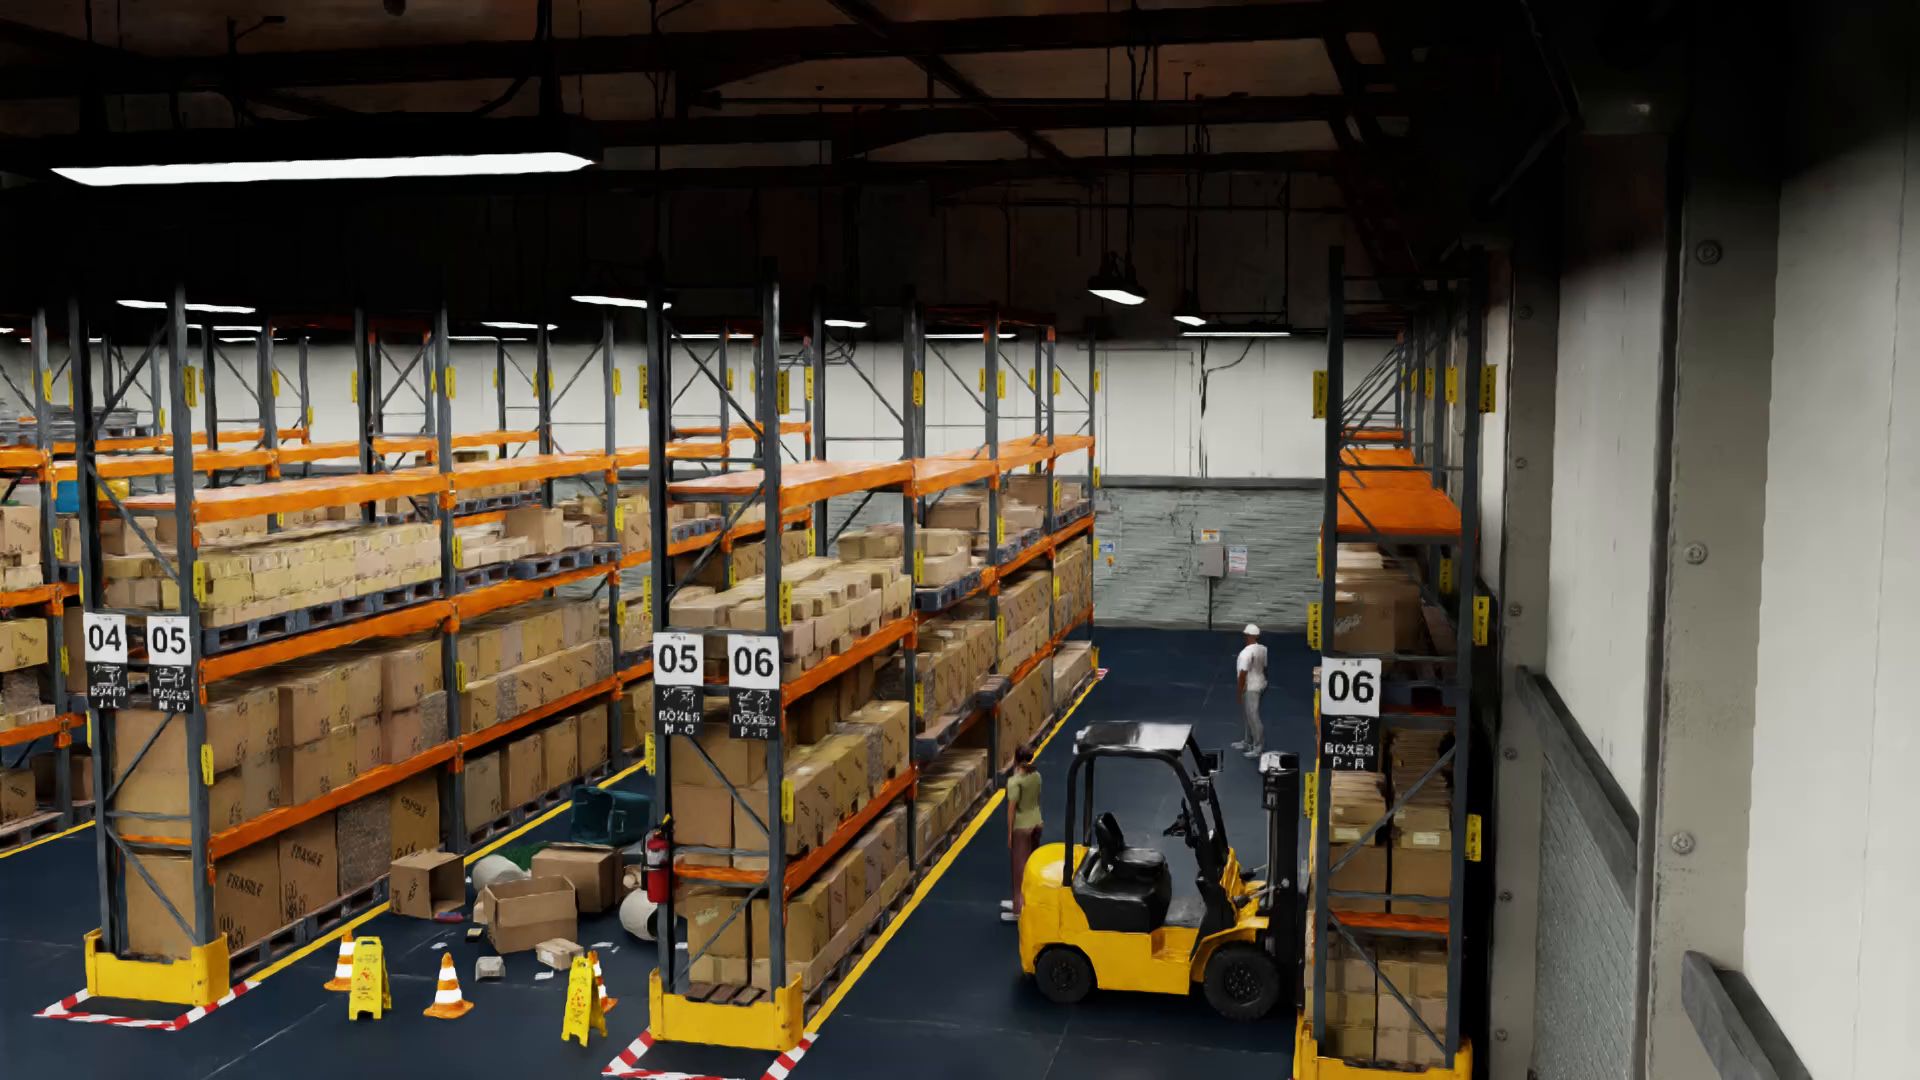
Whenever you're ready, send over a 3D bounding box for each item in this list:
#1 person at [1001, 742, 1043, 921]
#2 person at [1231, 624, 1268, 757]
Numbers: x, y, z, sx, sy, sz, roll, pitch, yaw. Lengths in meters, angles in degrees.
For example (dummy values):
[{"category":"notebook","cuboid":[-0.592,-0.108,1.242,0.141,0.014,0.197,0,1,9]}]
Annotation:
[{"category":"person","cuboid":[0.557,2.733,15.725,0.477,1.675,0.493,6,8,44]},{"category":"person","cuboid":[3.911,2.005,22.467,0.594,1.763,0.681,4,7,32]}]
